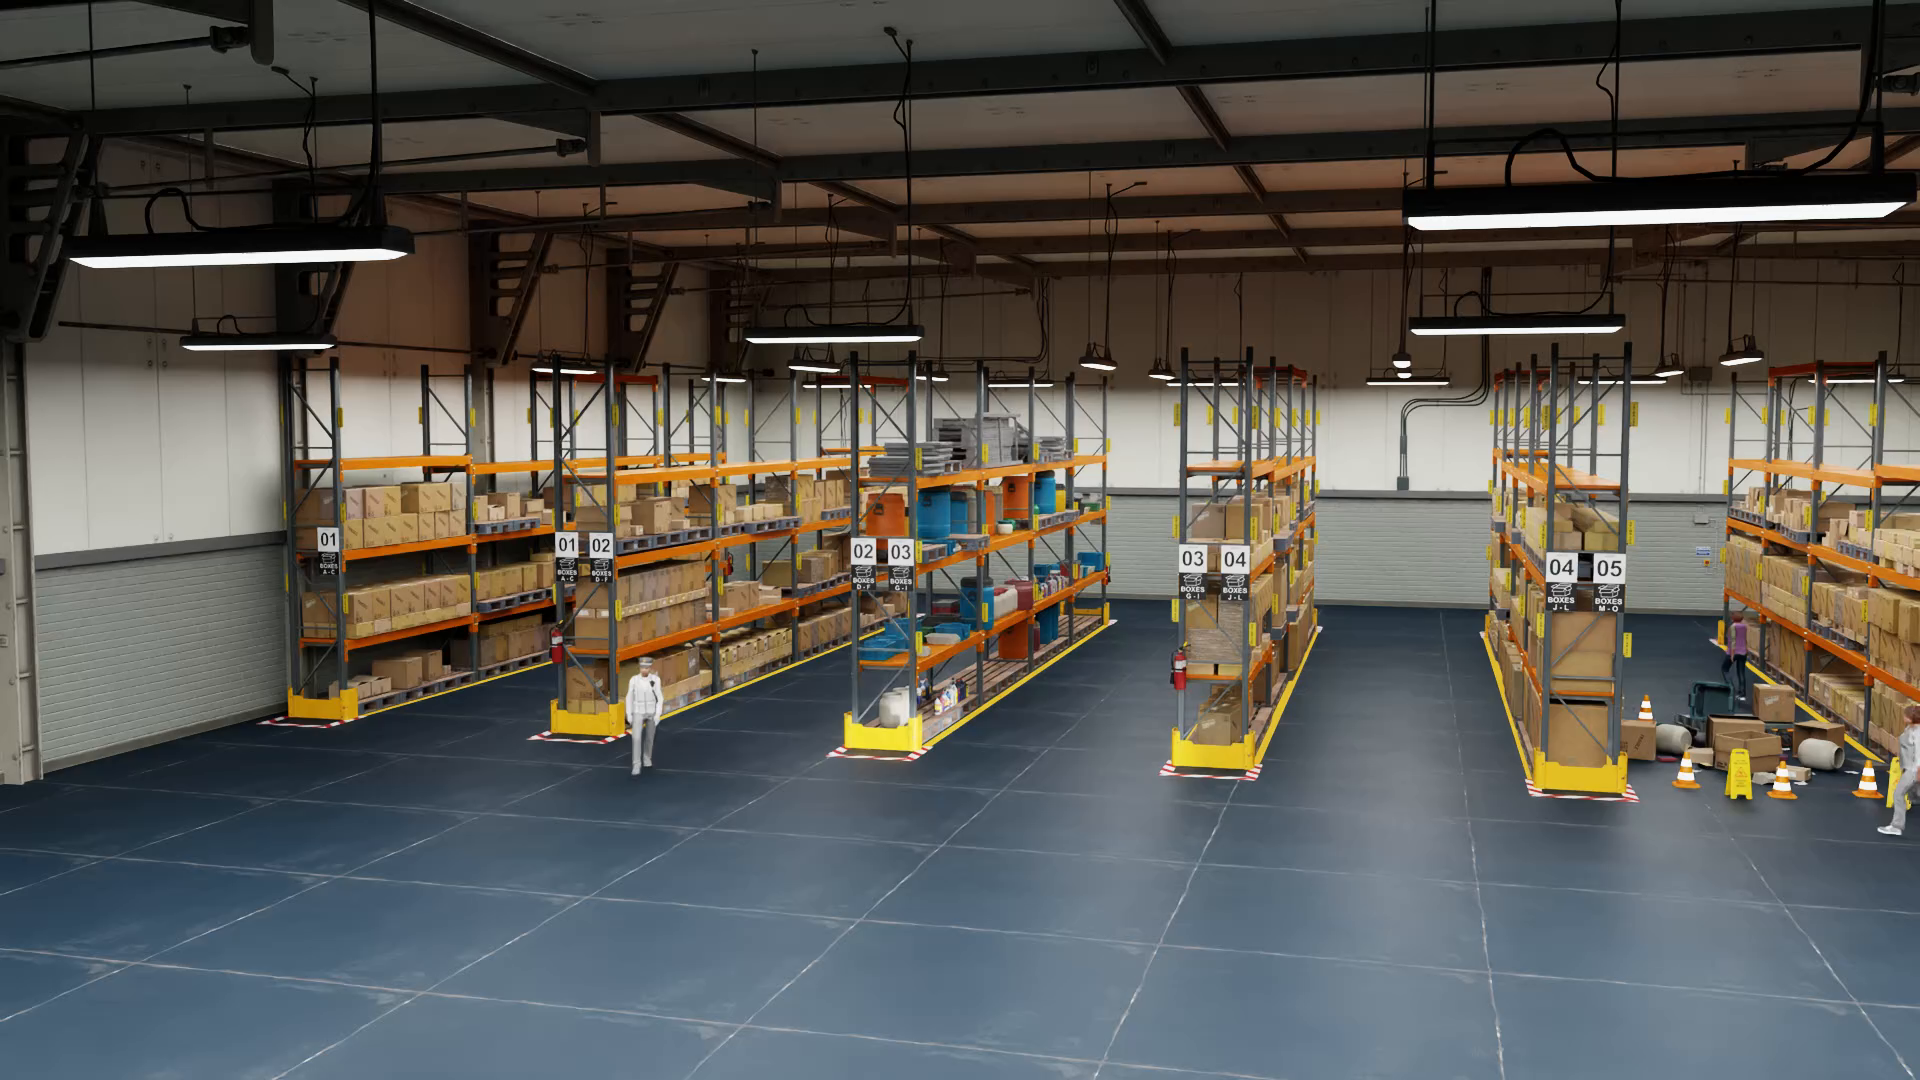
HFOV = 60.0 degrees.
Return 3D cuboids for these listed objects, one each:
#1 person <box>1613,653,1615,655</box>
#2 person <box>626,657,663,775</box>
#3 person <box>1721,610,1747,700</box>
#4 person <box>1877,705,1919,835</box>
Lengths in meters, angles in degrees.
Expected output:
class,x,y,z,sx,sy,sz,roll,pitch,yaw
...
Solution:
class,x,y,z,sx,sy,sz,roll,pitch,yaw
person,13.495,1.562,34.908,0.563,1.771,0.519,1,4,13
person,-4.433,2.450,23.412,0.504,1.613,0.988,-1,4,-17
person,13.770,2.061,29.408,0.414,1.557,0.511,0,4,-6
person,11.441,2.750,19.855,0.847,1.560,0.415,1,4,16
